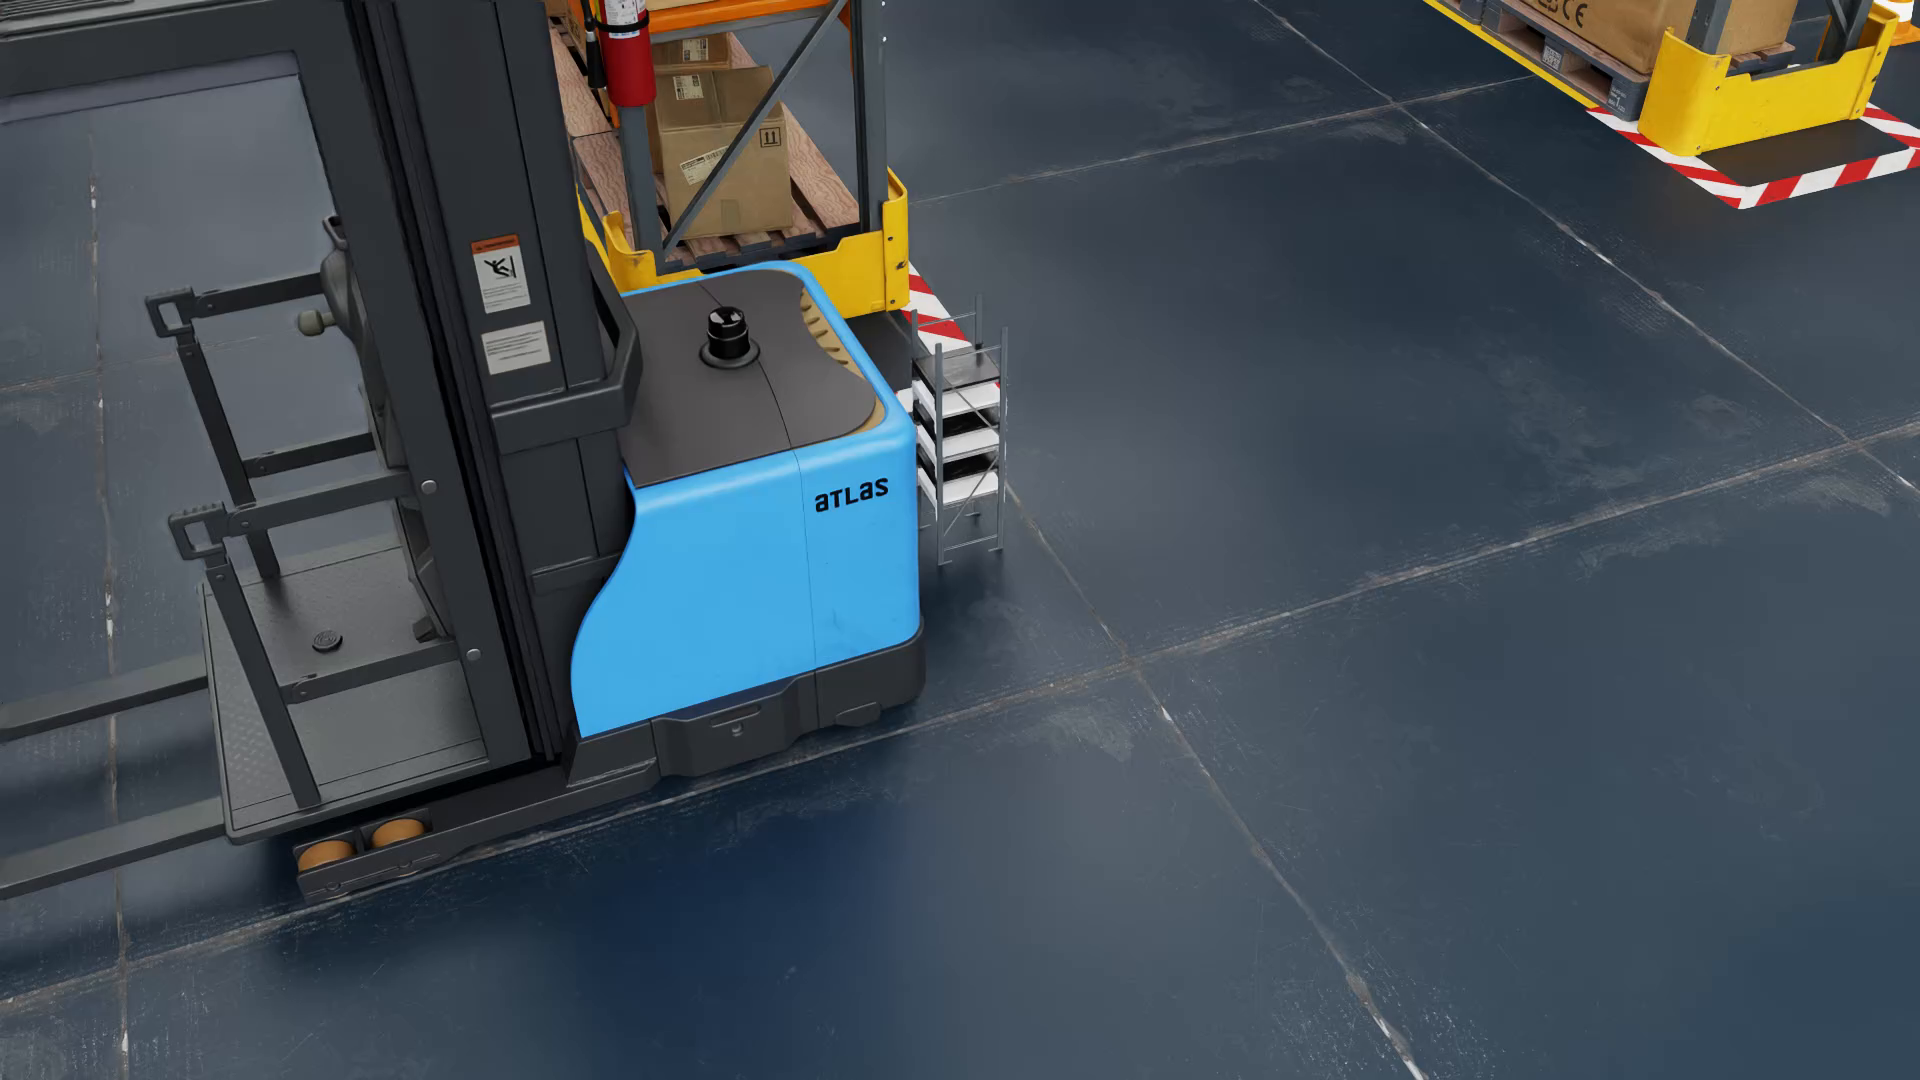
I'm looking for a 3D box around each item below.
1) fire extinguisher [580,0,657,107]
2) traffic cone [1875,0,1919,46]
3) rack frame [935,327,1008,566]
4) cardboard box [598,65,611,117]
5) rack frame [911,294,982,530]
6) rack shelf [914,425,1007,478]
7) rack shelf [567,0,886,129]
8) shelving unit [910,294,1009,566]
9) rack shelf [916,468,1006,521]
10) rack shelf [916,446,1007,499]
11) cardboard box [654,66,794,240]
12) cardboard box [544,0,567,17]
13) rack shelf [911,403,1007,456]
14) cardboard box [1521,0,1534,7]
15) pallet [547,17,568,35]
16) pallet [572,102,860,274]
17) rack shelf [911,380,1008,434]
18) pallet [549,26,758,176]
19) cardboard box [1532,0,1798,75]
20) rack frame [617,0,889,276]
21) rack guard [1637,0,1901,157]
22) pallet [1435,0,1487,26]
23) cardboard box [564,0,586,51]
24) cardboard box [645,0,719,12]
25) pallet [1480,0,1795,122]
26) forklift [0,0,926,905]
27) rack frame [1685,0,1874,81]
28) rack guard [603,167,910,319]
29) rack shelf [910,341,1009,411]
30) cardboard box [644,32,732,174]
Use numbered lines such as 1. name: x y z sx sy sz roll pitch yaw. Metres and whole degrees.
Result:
1. fire extinguisher: -1.147 -1.807 5.611 0.296 0.674 0.183 -15 43 -17
2. traffic cone: 4.965 -2.909 8.778 0.336 0.463 0.334 -15 43 -17
3. rack frame: 0.036 -0.285 5.391 0.240 0.900 0.006 -15 43 -17
4. cardboard box: -1.471 -2.346 7.772 0.500 0.500 0.500 -11 42 -13
5. rack frame: -0.042 -0.407 5.534 0.240 0.900 0.006 -15 43 -17
6. rack shelf: -0.003 -0.321 5.484 0.258 0.077 0.200 -15 43 -17
7. rack shelf: -1.530 -2.953 7.435 1.077 0.370 4.000 -15 43 -17
8. shelving unit: -0.003 -0.346 5.462 0.258 0.900 0.210 -15 43 -17
9. rack shelf: -0.003 -0.184 5.601 0.258 0.077 0.200 -15 43 -17
10. rack shelf: -0.003 -0.253 5.543 0.258 0.077 0.200 -15 43 -17
11. cardboard box: -0.989 -1.612 6.920 0.500 0.500 0.500 -8 41 -9
12. cardboard box: -1.953 -3.048 8.589 0.500 0.500 0.500 -3 41 -3
13. rack shelf: -0.003 -0.389 5.425 0.258 0.077 0.200 -15 43 -17
14. cardboard box: 3.197 -3.472 8.795 0.875 0.875 0.875 -16 43 -18
15. pallet: -2.006 -2.977 9.050 1.003 0.211 1.213 -15 43 -17
16. pallet: -1.072 -1.507 7.341 1.003 0.211 1.213 -15 43 -17
17. rack shelf: -0.003 -0.457 5.367 0.258 0.077 0.200 -15 43 -17
18. pallet: -1.535 -2.241 8.194 1.003 0.211 1.213 -15 43 -17
19. cardboard box: 3.535 -2.943 8.179 0.875 0.875 0.875 -15 43 -17
20. rack frame: -0.765 -2.021 5.799 1.000 3.000 0.127 -15 43 -17
21. rack guard: 3.865 -2.235 7.966 1.175 0.500 0.348 -15 43 -17
22. pallet: 3.015 -3.336 9.467 1.003 0.211 1.213 -15 43 -17
23. cardboard box: -1.643 -2.693 8.176 0.500 0.500 0.500 -19 44 -21
24. cardboard box: -1.065 -2.046 6.021 0.380 0.149 0.250 -15 43 -17
25. pallet: 3.478 -2.602 8.614 1.003 0.211 1.213 -15 43 -17
26. forklift: -1.672 -0.513 4.099 3.031 2.935 1.130 -16 43 -17
27. rack frame: 3.856 -3.197 7.167 1.000 3.000 0.127 -15 43 -17
28. rack guard: -0.794 -1.119 6.667 1.175 0.500 0.348 -15 43 -17
29. rack shelf: -0.003 -0.526 5.308 0.258 0.077 0.200 -15 43 -17
30. cardboard box: -1.249 -1.964 7.328 0.500 0.500 0.500 -5 41 -6
